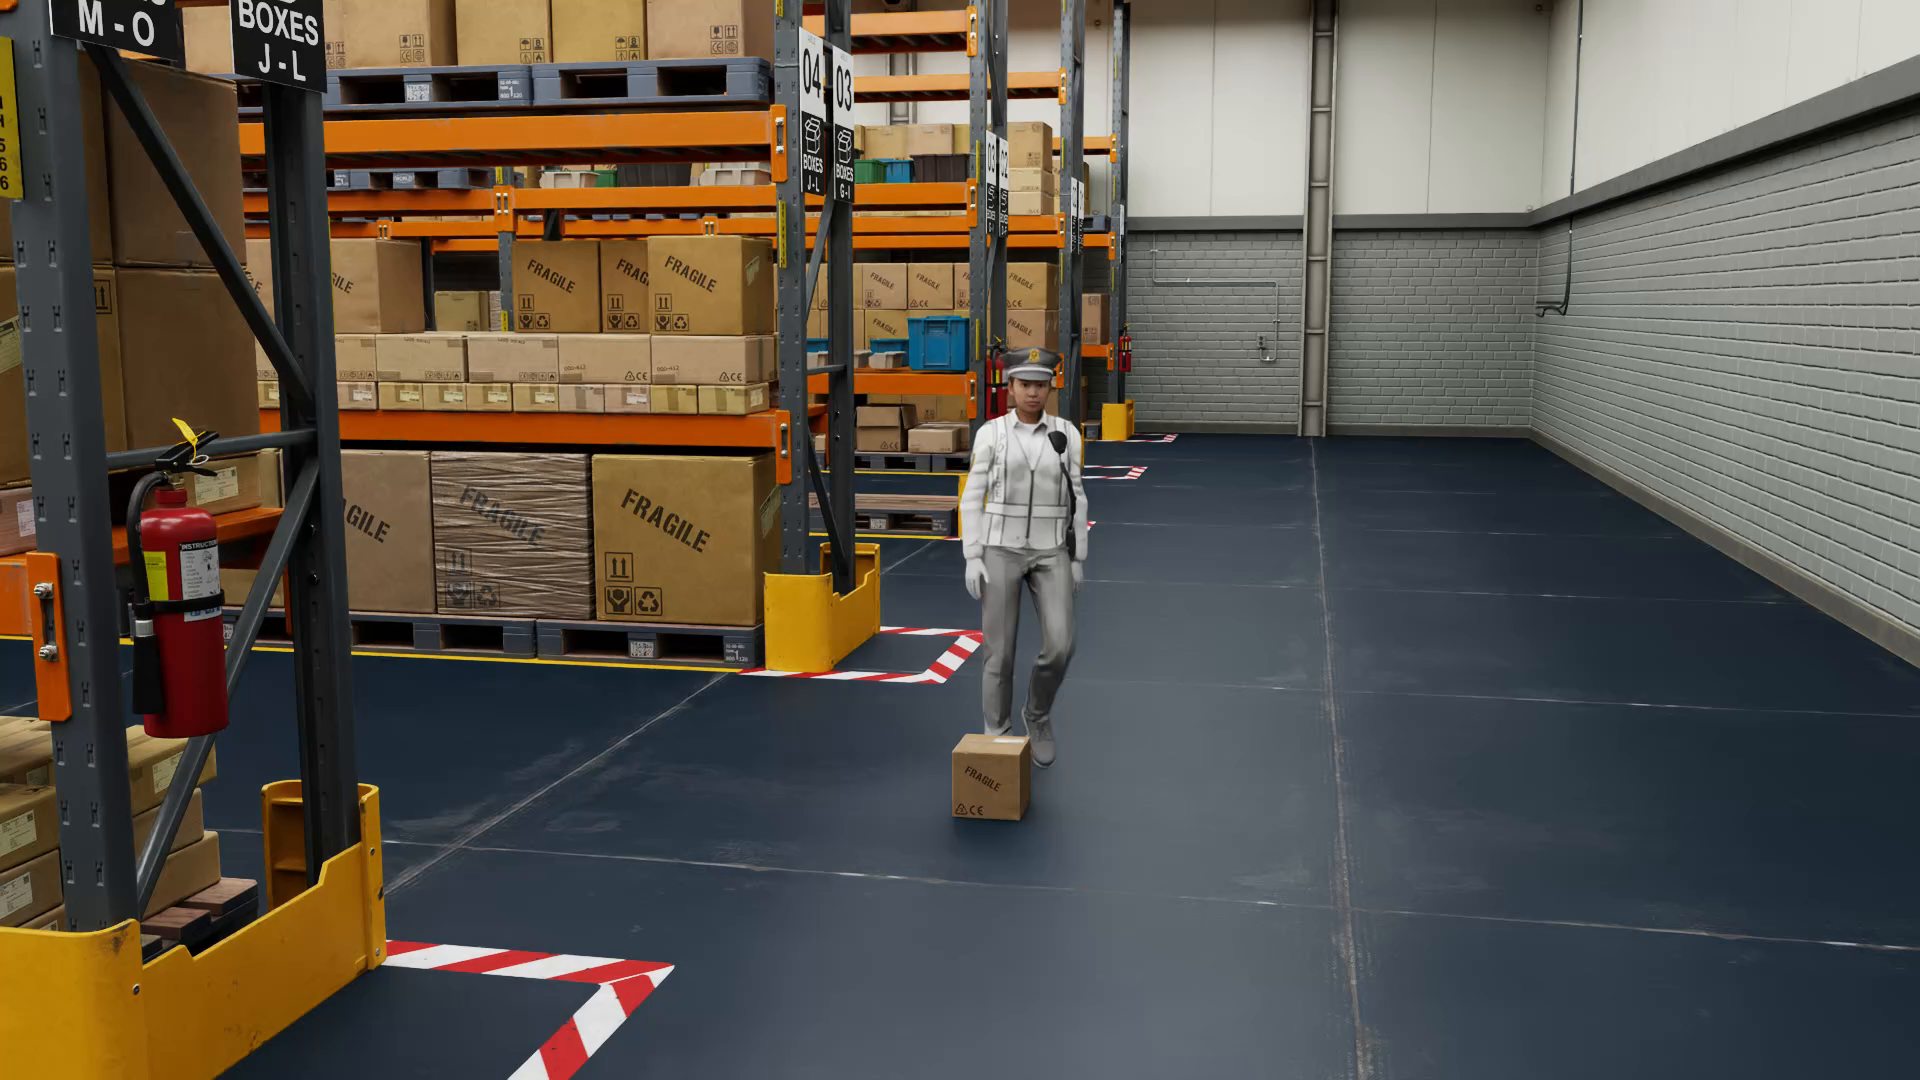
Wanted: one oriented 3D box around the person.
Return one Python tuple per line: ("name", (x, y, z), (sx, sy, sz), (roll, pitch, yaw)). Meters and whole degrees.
("person", (0.259, 0.085, 6.548), (0.516, 1.685, 0.481), (0, 8, -3))
